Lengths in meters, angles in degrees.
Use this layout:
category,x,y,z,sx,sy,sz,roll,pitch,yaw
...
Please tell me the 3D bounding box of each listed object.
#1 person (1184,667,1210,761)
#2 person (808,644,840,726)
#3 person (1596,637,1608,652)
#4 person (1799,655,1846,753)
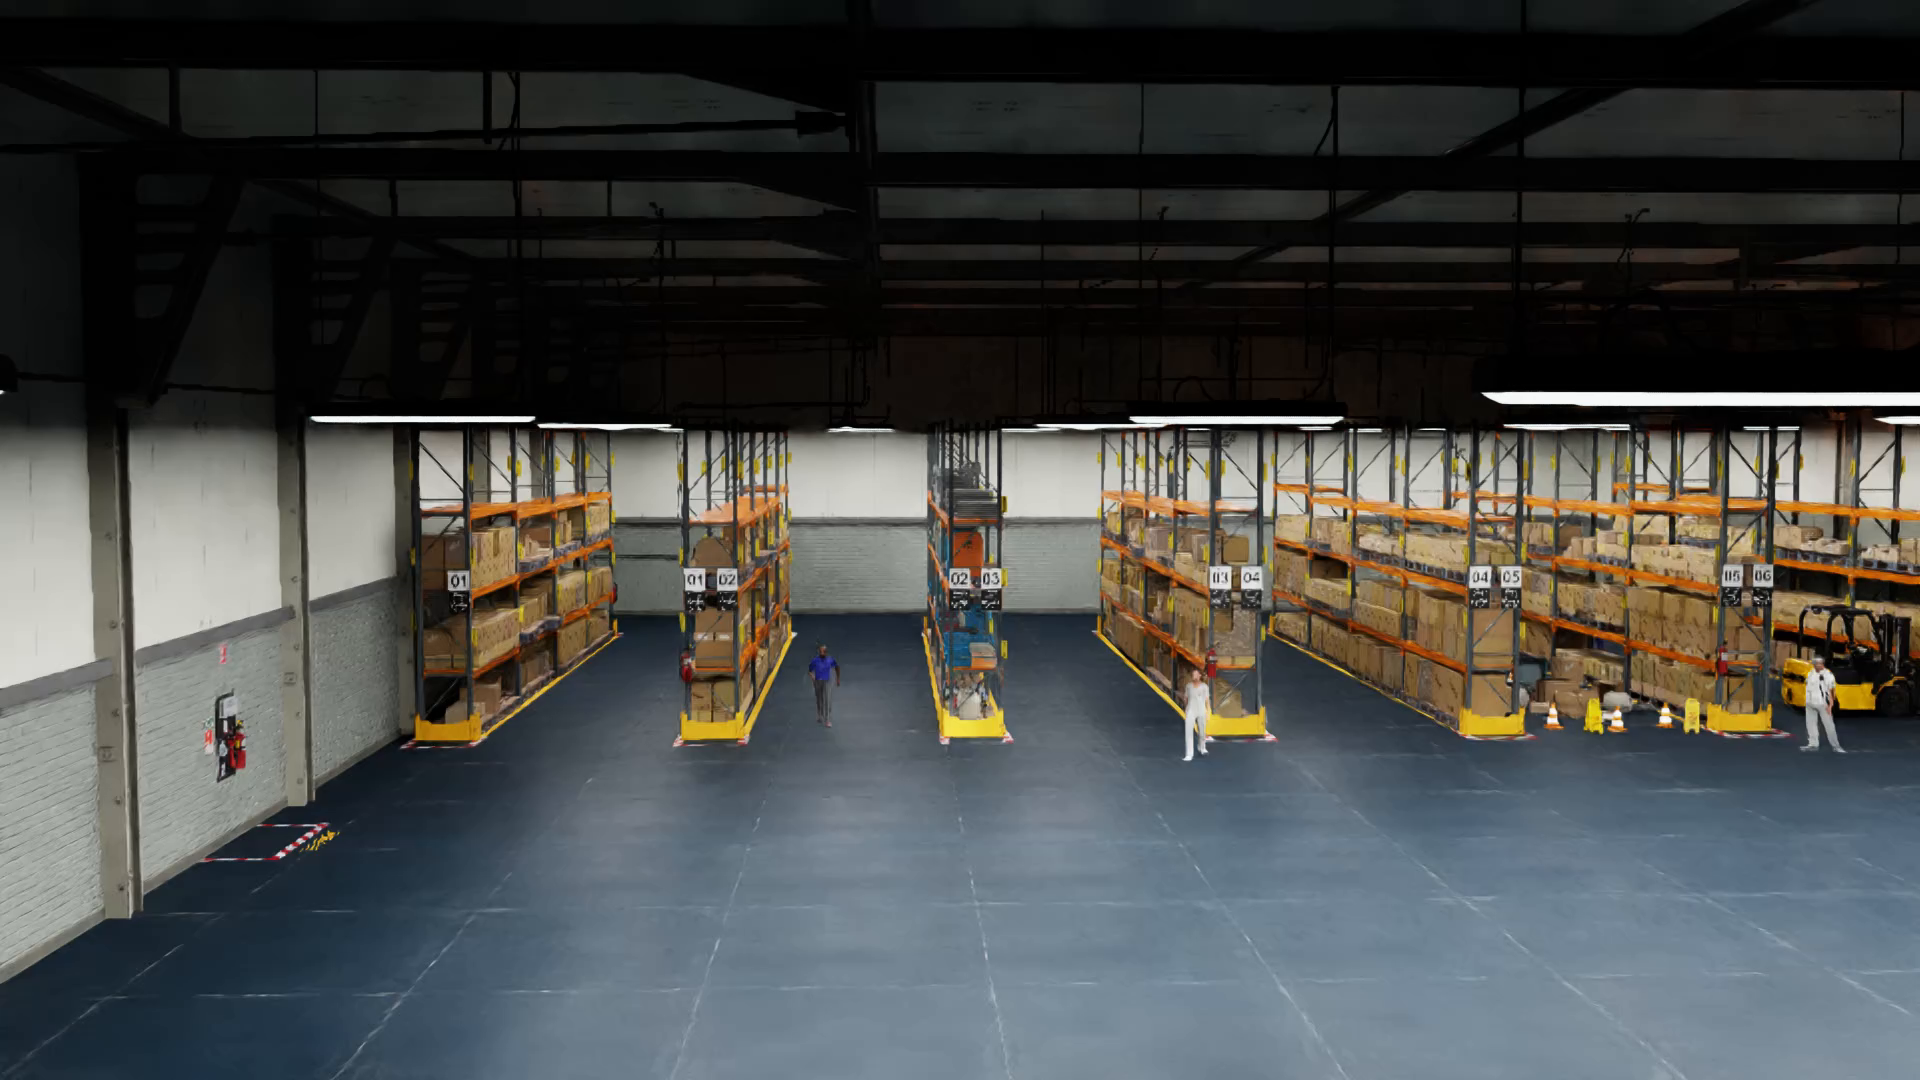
category,x,y,z,sx,sy,sz,roll,pitch,yaw
person,4.173,3.035,29.233,0.463,1.620,0.924,1,4,13
person,-2.695,2.830,32.777,0.603,1.590,0.831,0,4,3
person,16.535,2.143,43.558,0.482,1.550,1.090,0,4,-4
person,15.532,2.941,29.906,0.502,1.749,0.744,-2,4,-31
